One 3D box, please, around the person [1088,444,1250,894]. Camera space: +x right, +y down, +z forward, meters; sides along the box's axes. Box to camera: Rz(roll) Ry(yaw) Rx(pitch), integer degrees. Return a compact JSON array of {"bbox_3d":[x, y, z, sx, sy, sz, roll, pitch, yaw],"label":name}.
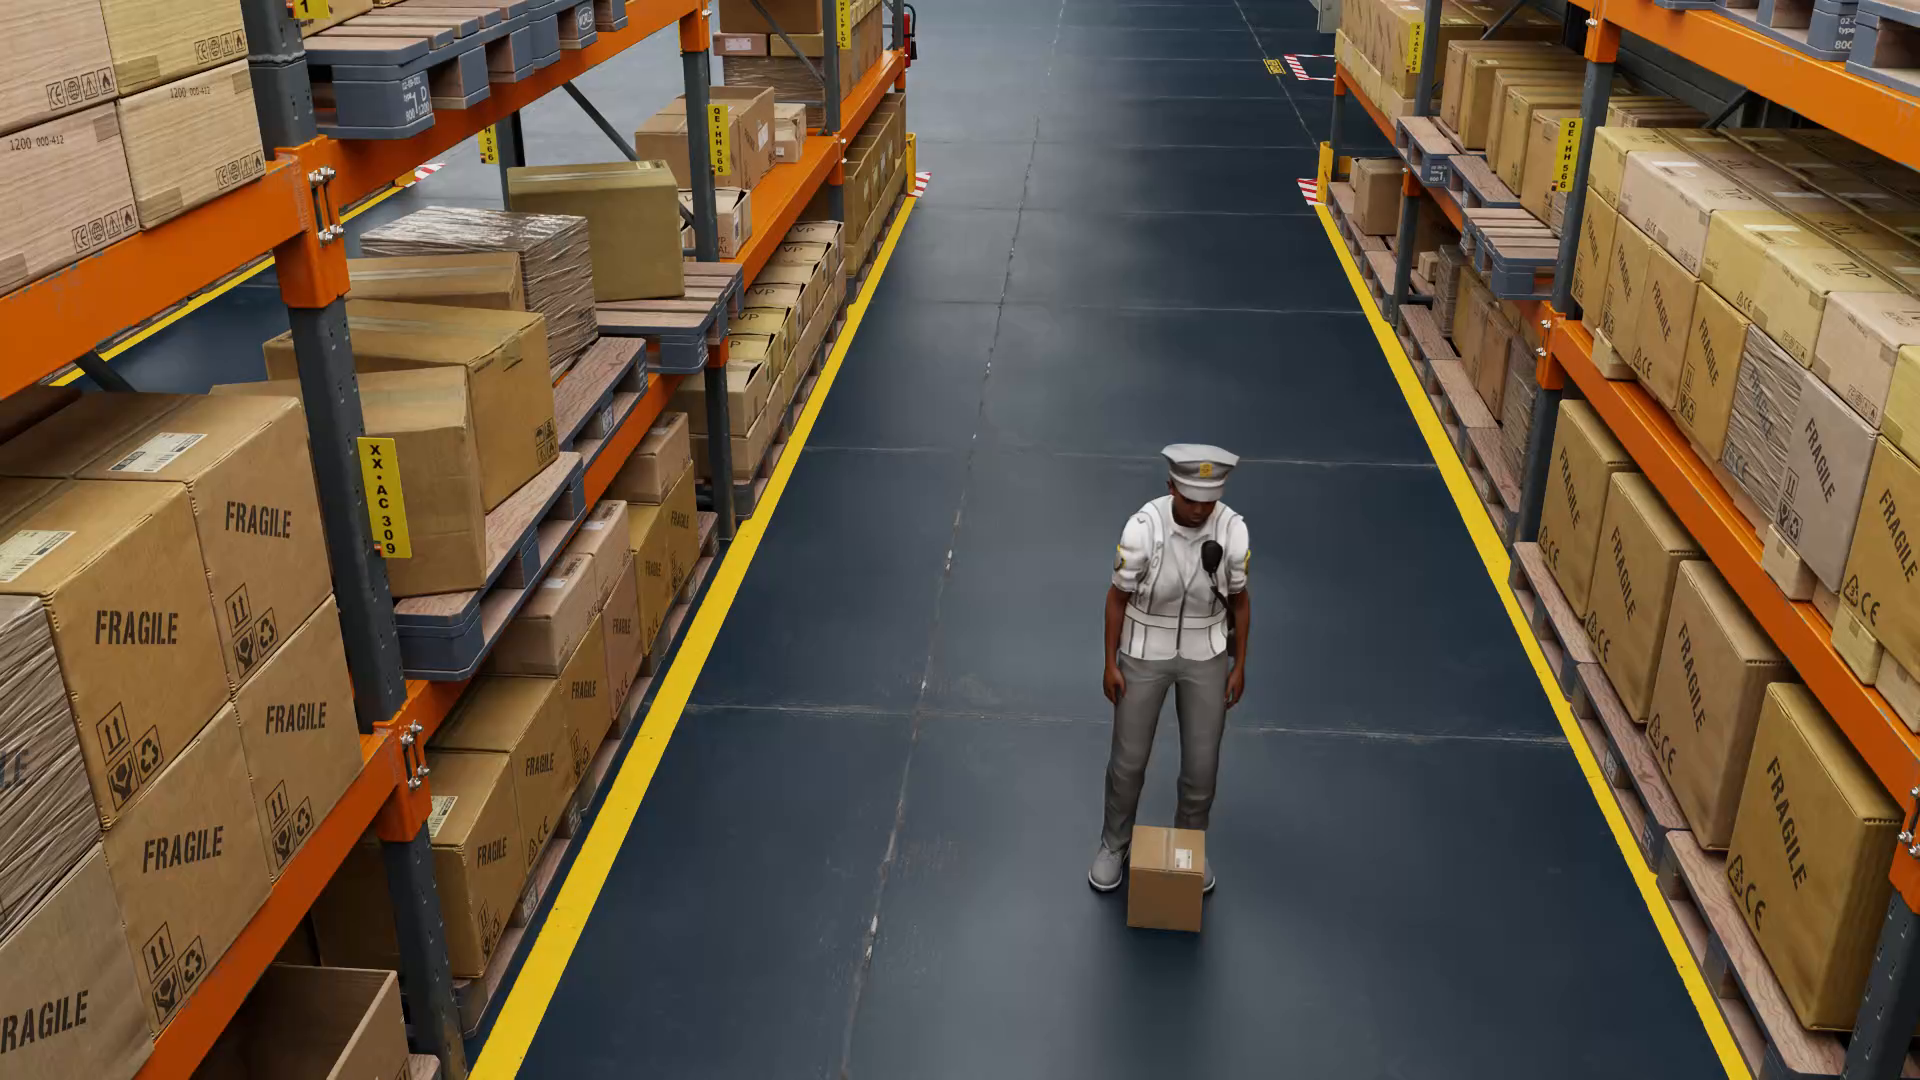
[{"bbox_3d":[0.722,0.431,5.672,0.521,1.656,0.395,1,25,1],"label":"person"}]
